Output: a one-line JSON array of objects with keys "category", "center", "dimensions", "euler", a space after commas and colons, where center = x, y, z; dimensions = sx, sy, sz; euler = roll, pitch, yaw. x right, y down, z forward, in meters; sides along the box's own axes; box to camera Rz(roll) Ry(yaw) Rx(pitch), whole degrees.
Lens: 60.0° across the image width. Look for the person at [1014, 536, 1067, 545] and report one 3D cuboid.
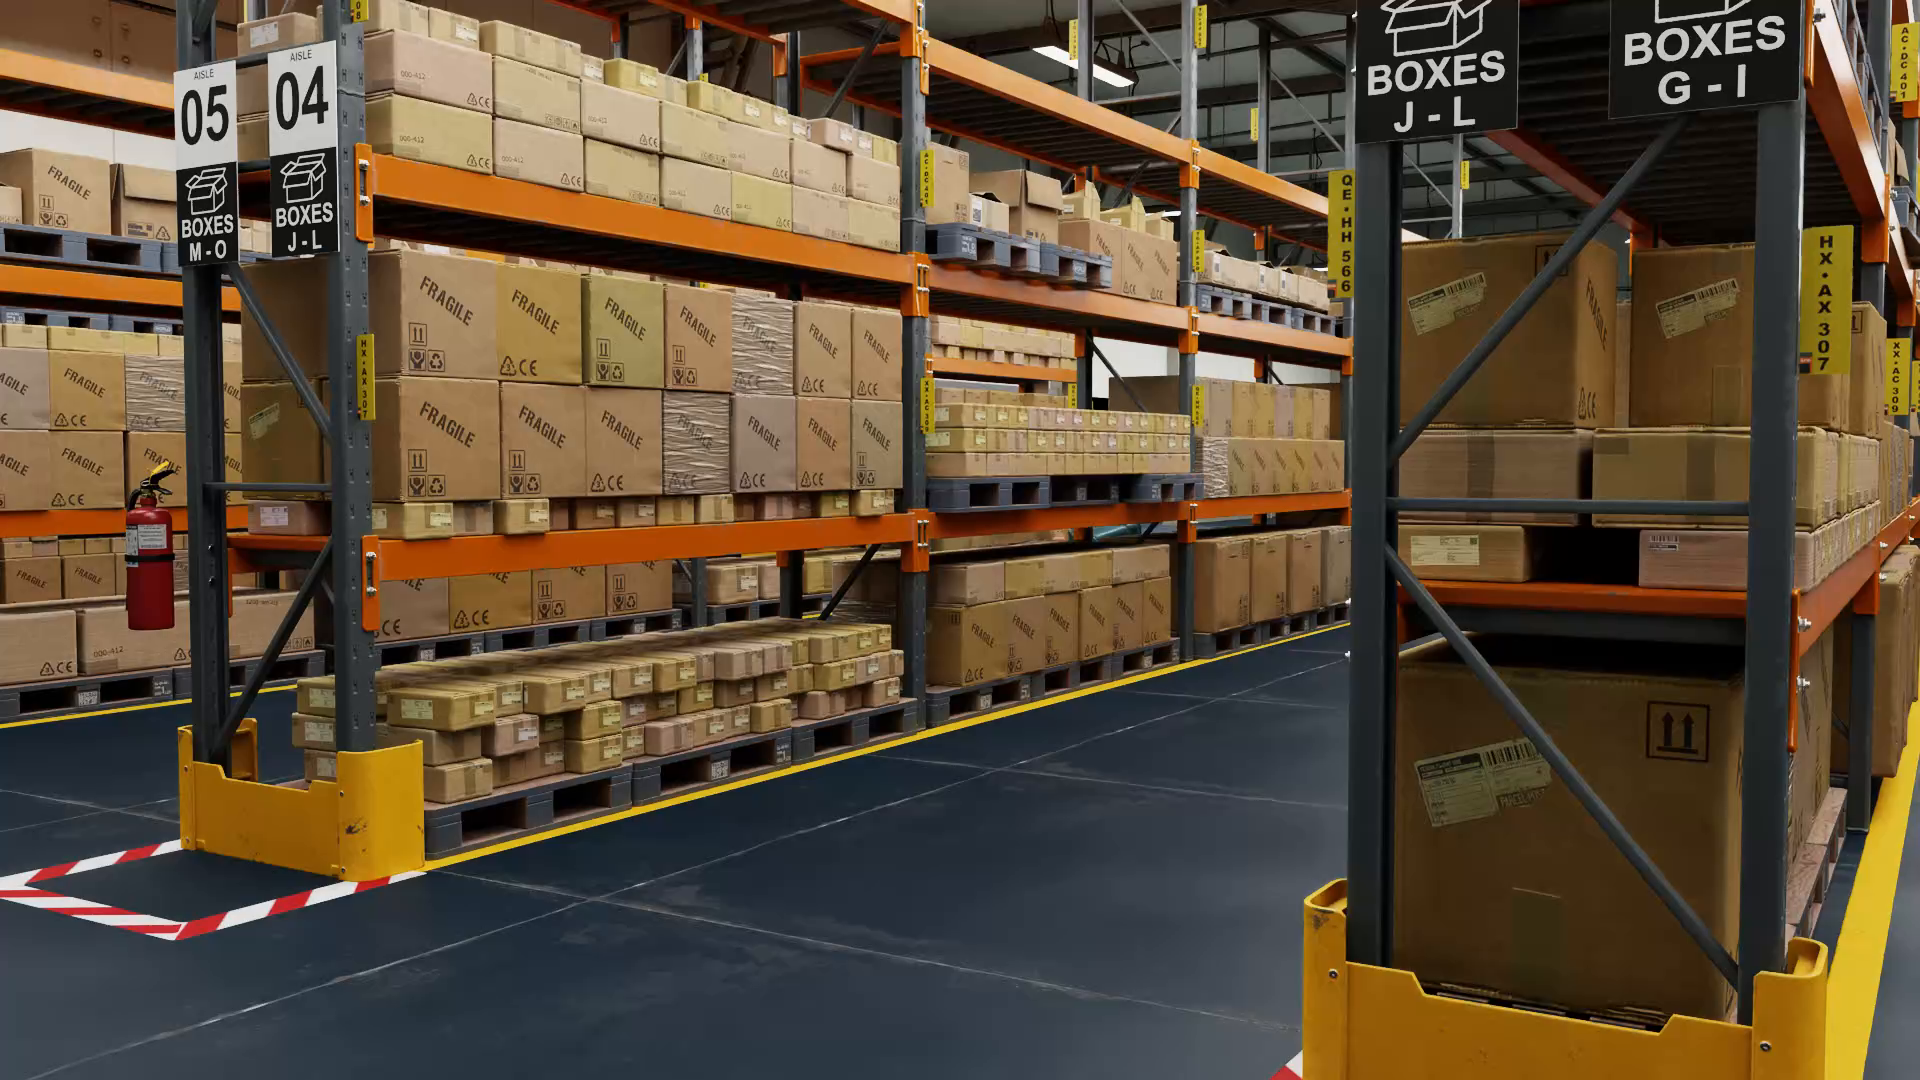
[{"category": "person", "center": [0.612, 0.409, 15.668], "dimensions": [0.868, 0.906, 0.537], "euler": [2, 3, 31]}]
